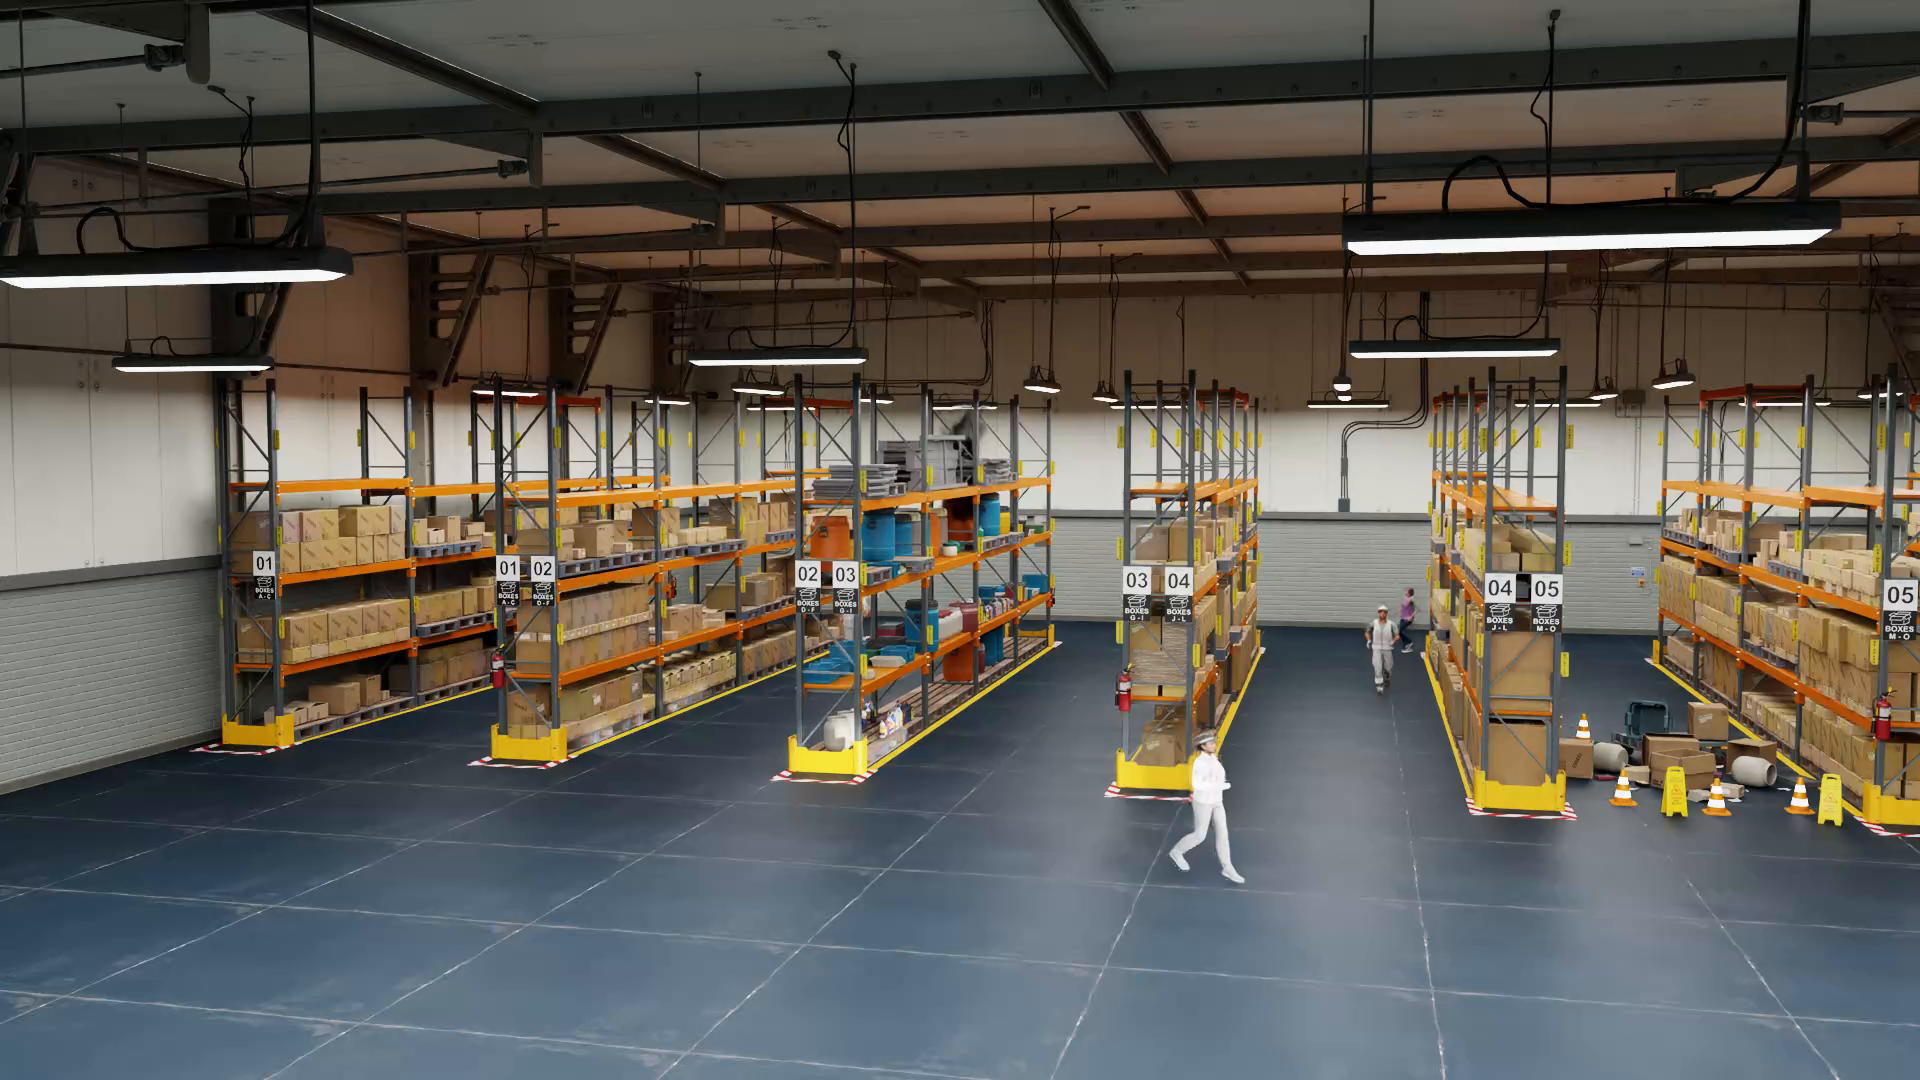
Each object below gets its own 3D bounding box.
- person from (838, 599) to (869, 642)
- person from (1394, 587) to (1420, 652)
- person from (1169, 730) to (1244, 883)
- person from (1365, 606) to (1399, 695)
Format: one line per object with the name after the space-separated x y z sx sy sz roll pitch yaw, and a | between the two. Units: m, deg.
-2.221 1.784 34.422 0.671 1.782 0.696 0 3 3 | person
10.501 1.881 39.130 0.498 1.556 0.618 -1 3 -11 | person
2.809 2.999 18.898 0.920 1.702 0.612 3 4 39 | person
8.311 2.166 32.757 0.661 1.745 0.754 1 4 15 | person
